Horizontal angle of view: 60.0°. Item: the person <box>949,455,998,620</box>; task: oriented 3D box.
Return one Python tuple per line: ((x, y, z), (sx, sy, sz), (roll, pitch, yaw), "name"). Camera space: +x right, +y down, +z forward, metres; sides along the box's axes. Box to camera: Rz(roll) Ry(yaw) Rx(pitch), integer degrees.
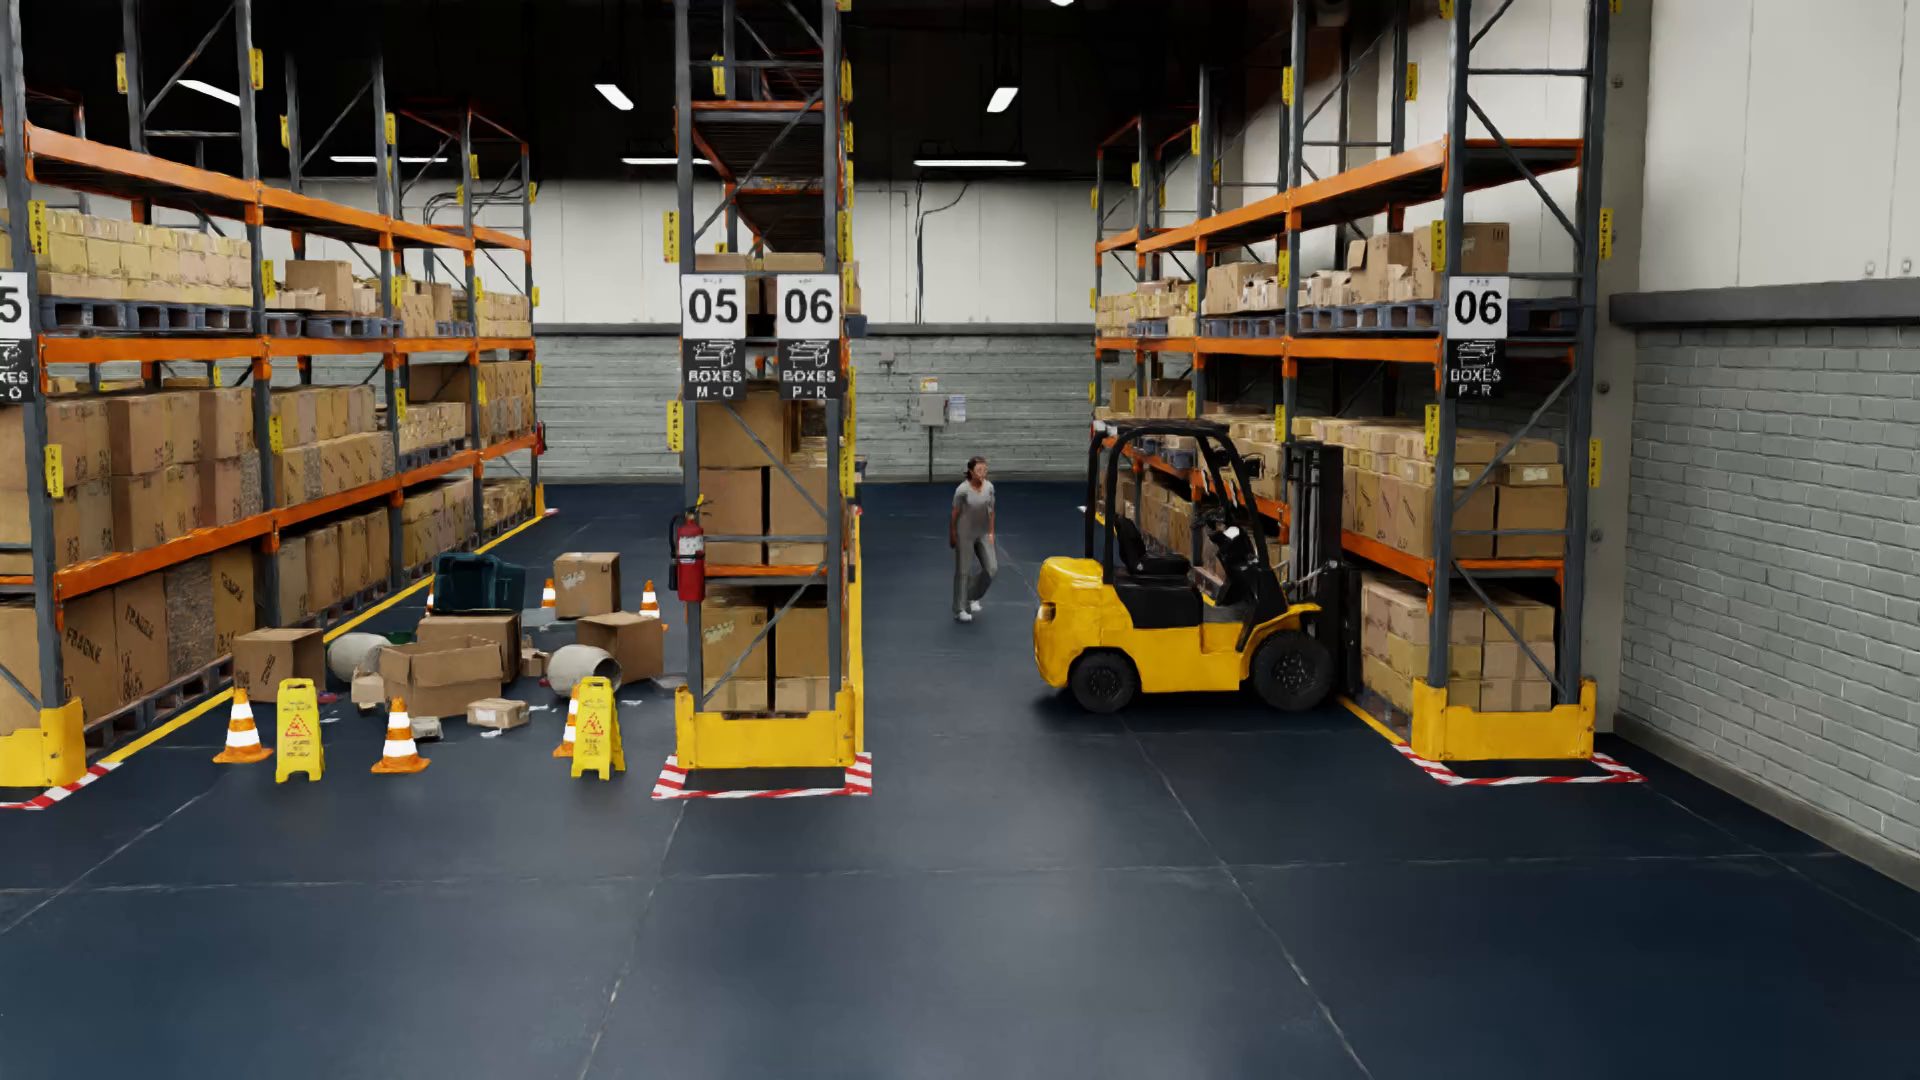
((0.113, -0.030, 16.516), (0.457, 1.649, 0.557), (-3, 8, -26), "person")
